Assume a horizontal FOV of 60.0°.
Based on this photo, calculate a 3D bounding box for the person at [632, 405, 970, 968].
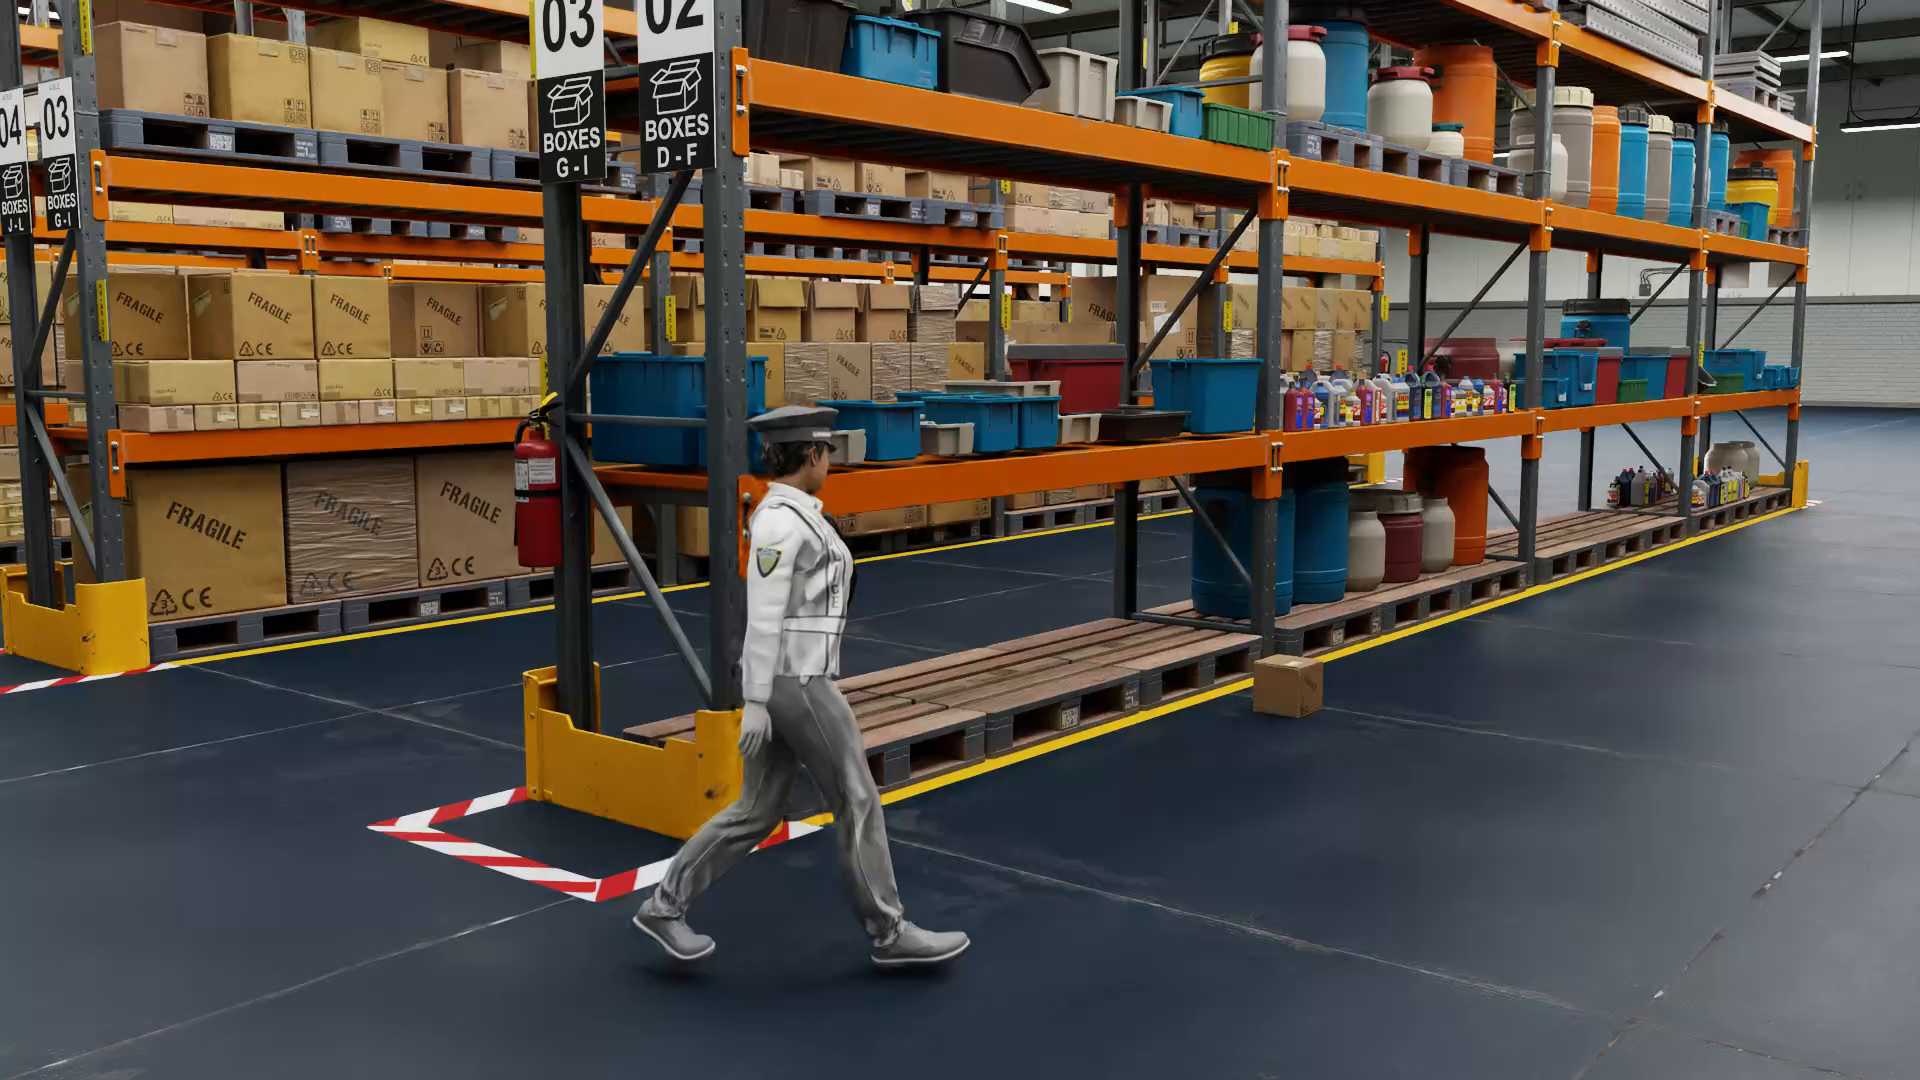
[{"bbox_3d":[-0.471,0.415,4.809,0.968,1.594,0.554,-1,7,-8],"label":"person"}]
